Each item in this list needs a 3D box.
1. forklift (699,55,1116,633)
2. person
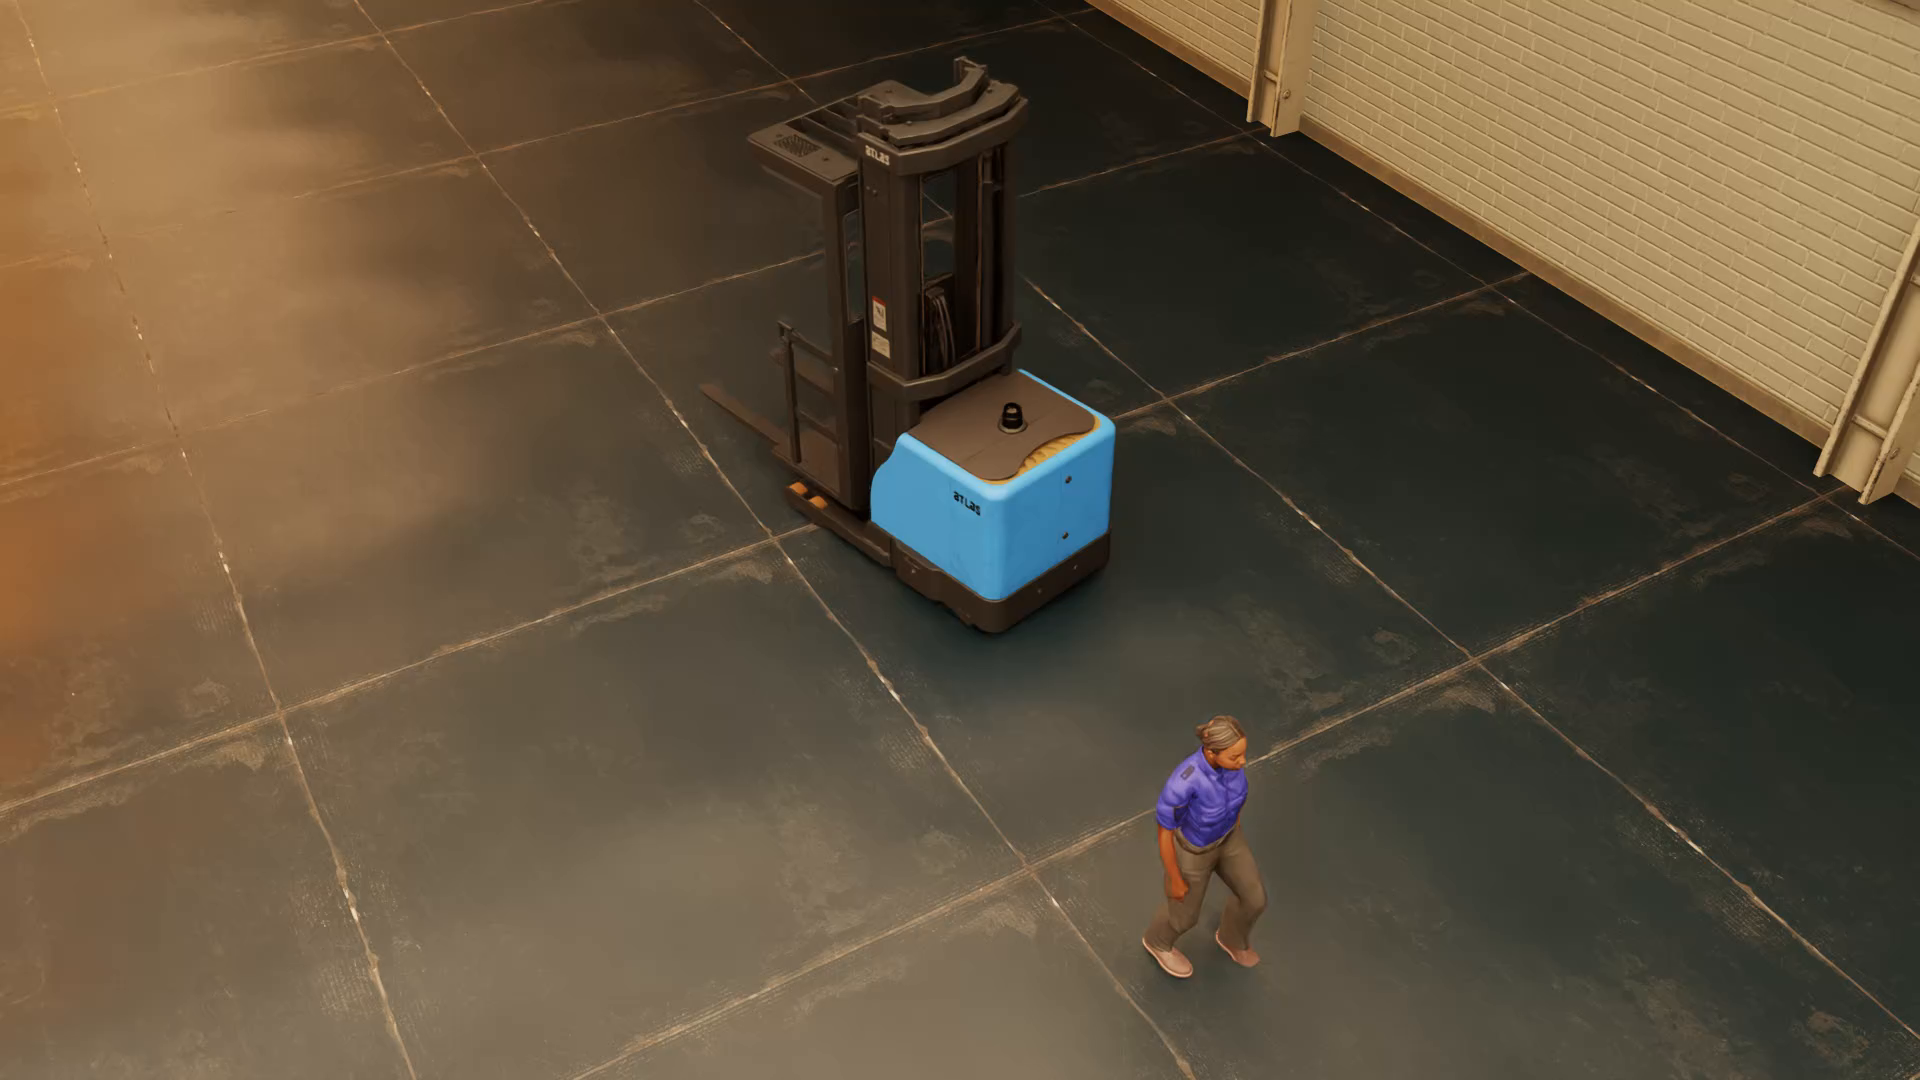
[{"bbox_3d":[-0.478,-1.440,9.772,1.130,2.935,3.031,-31,49,-32],"label":"forklift"},{"bbox_3d":[1.107,1.405,7.413,0.552,1.705,0.484,-29,48,-30],"label":"person"}]
